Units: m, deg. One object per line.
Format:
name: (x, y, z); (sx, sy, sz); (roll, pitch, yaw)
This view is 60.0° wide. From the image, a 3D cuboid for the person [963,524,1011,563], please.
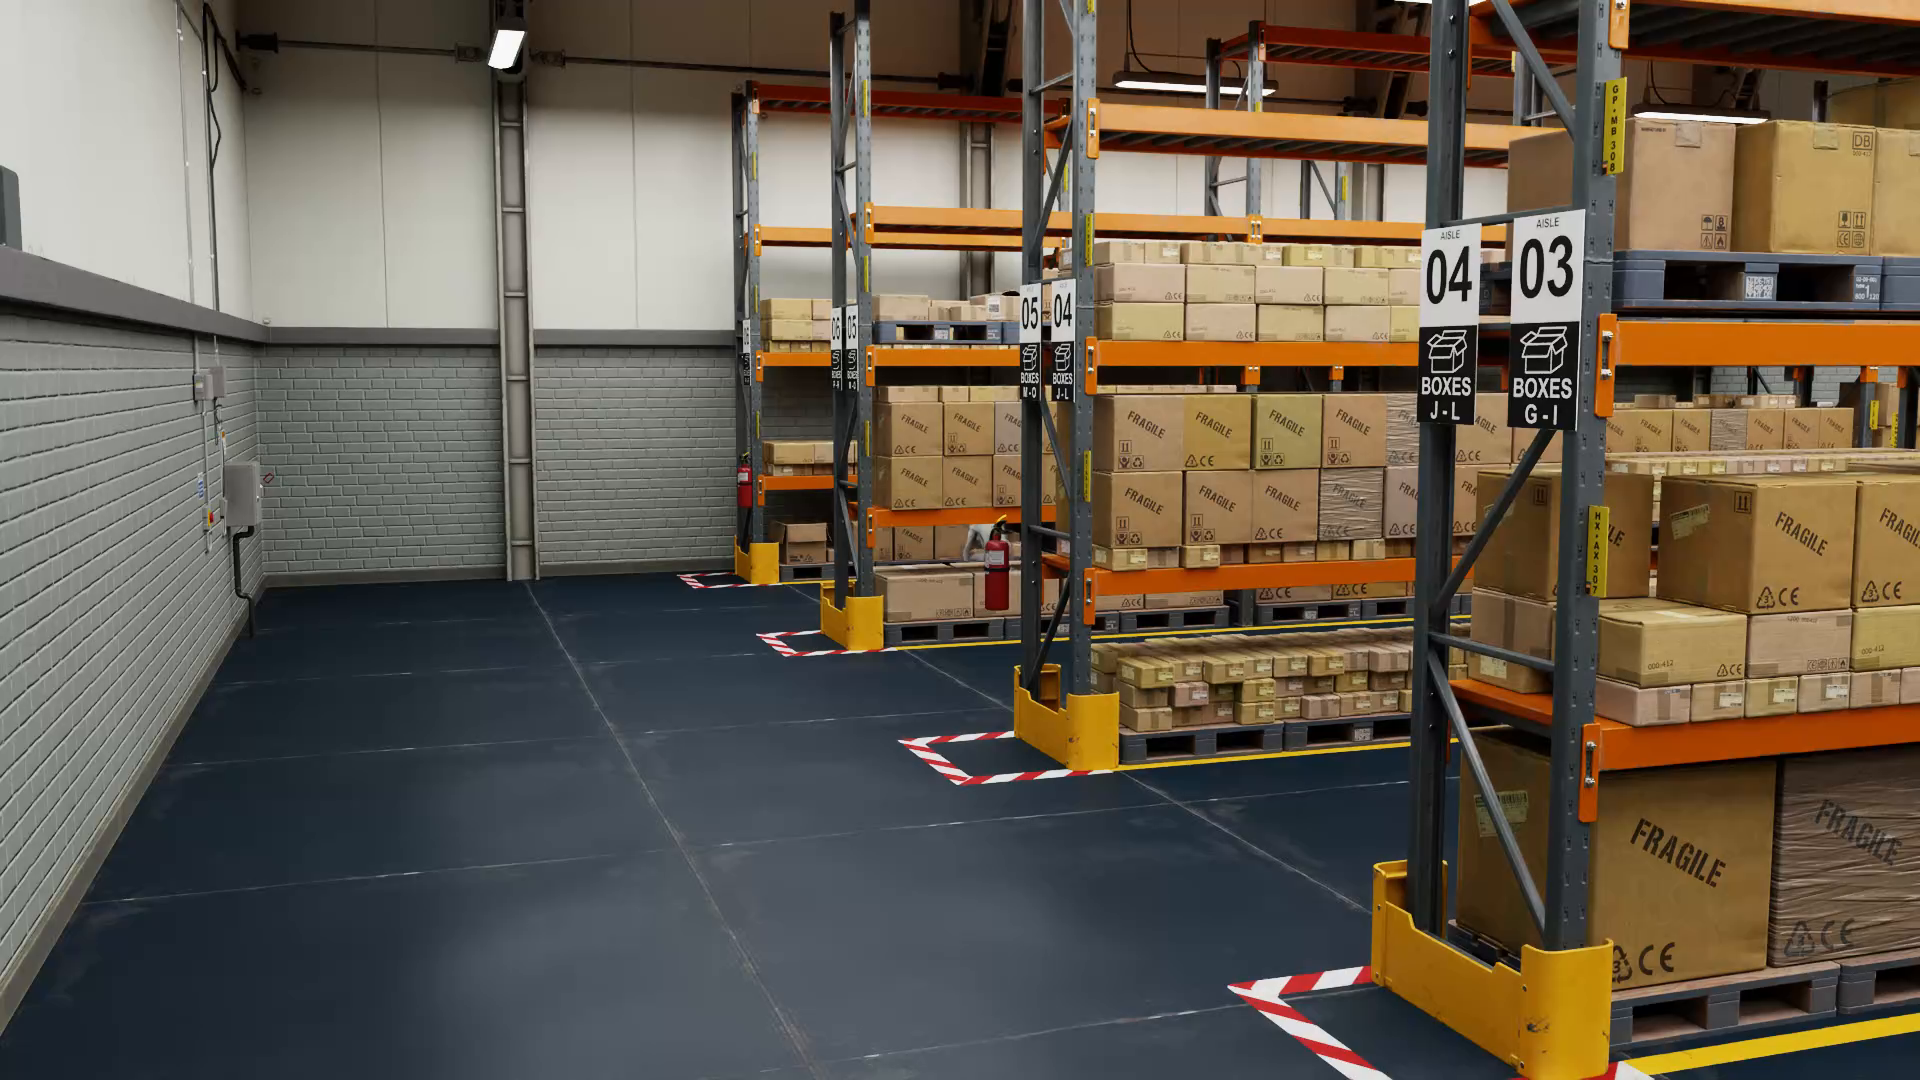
person: (0.322, 0.159, 19.645); (0.458, 0.884, 0.792); (-2, 6, -19)
